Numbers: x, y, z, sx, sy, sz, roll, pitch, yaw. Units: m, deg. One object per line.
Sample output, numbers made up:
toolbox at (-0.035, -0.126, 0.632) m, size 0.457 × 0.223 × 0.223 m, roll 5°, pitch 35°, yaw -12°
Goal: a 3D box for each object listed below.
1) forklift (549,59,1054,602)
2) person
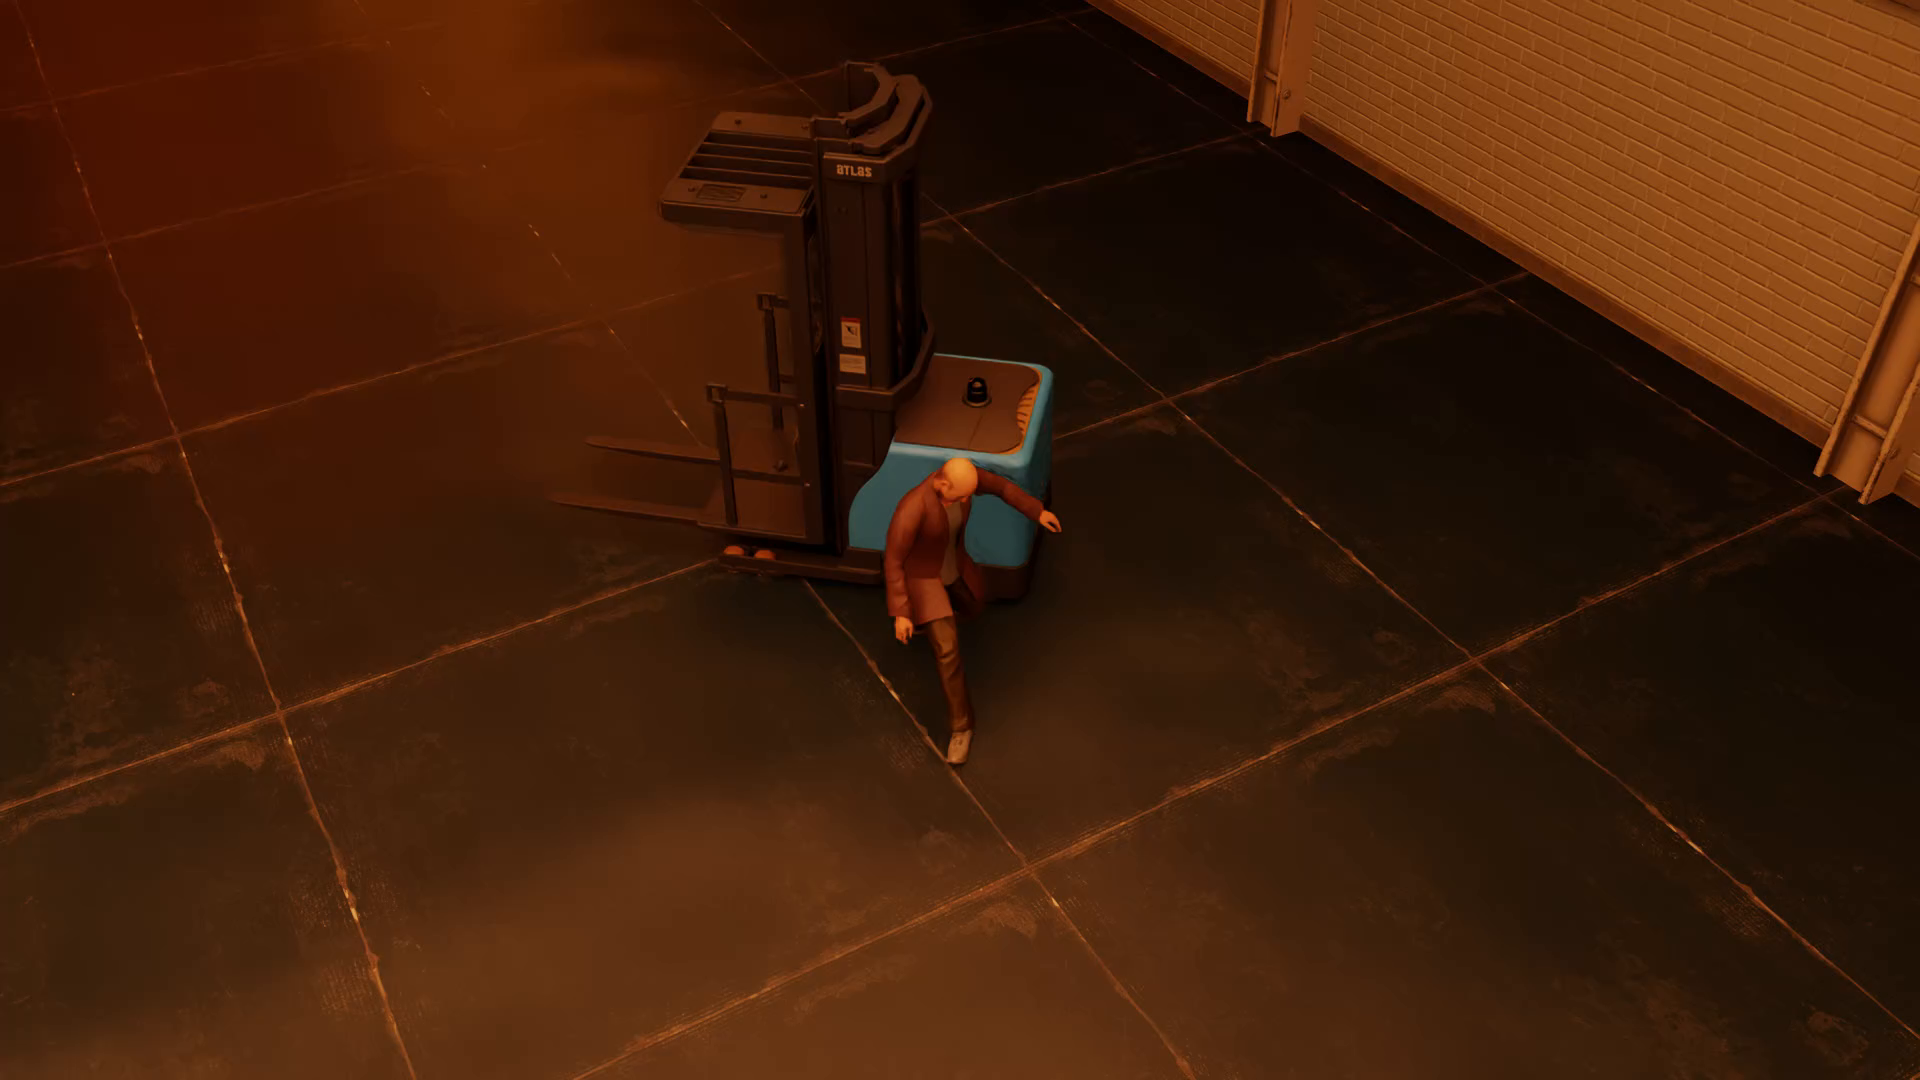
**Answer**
forklift at (-0.996, -1.227, 9.515) m, size 3.031 × 2.935 × 1.130 m, roll 7°, pitch 40°, yaw 9°
person at (-0.002, 0.210, 8.933) m, size 1.049 × 1.626 × 1.195 m, roll 30°, pitch 48°, yaw 31°
